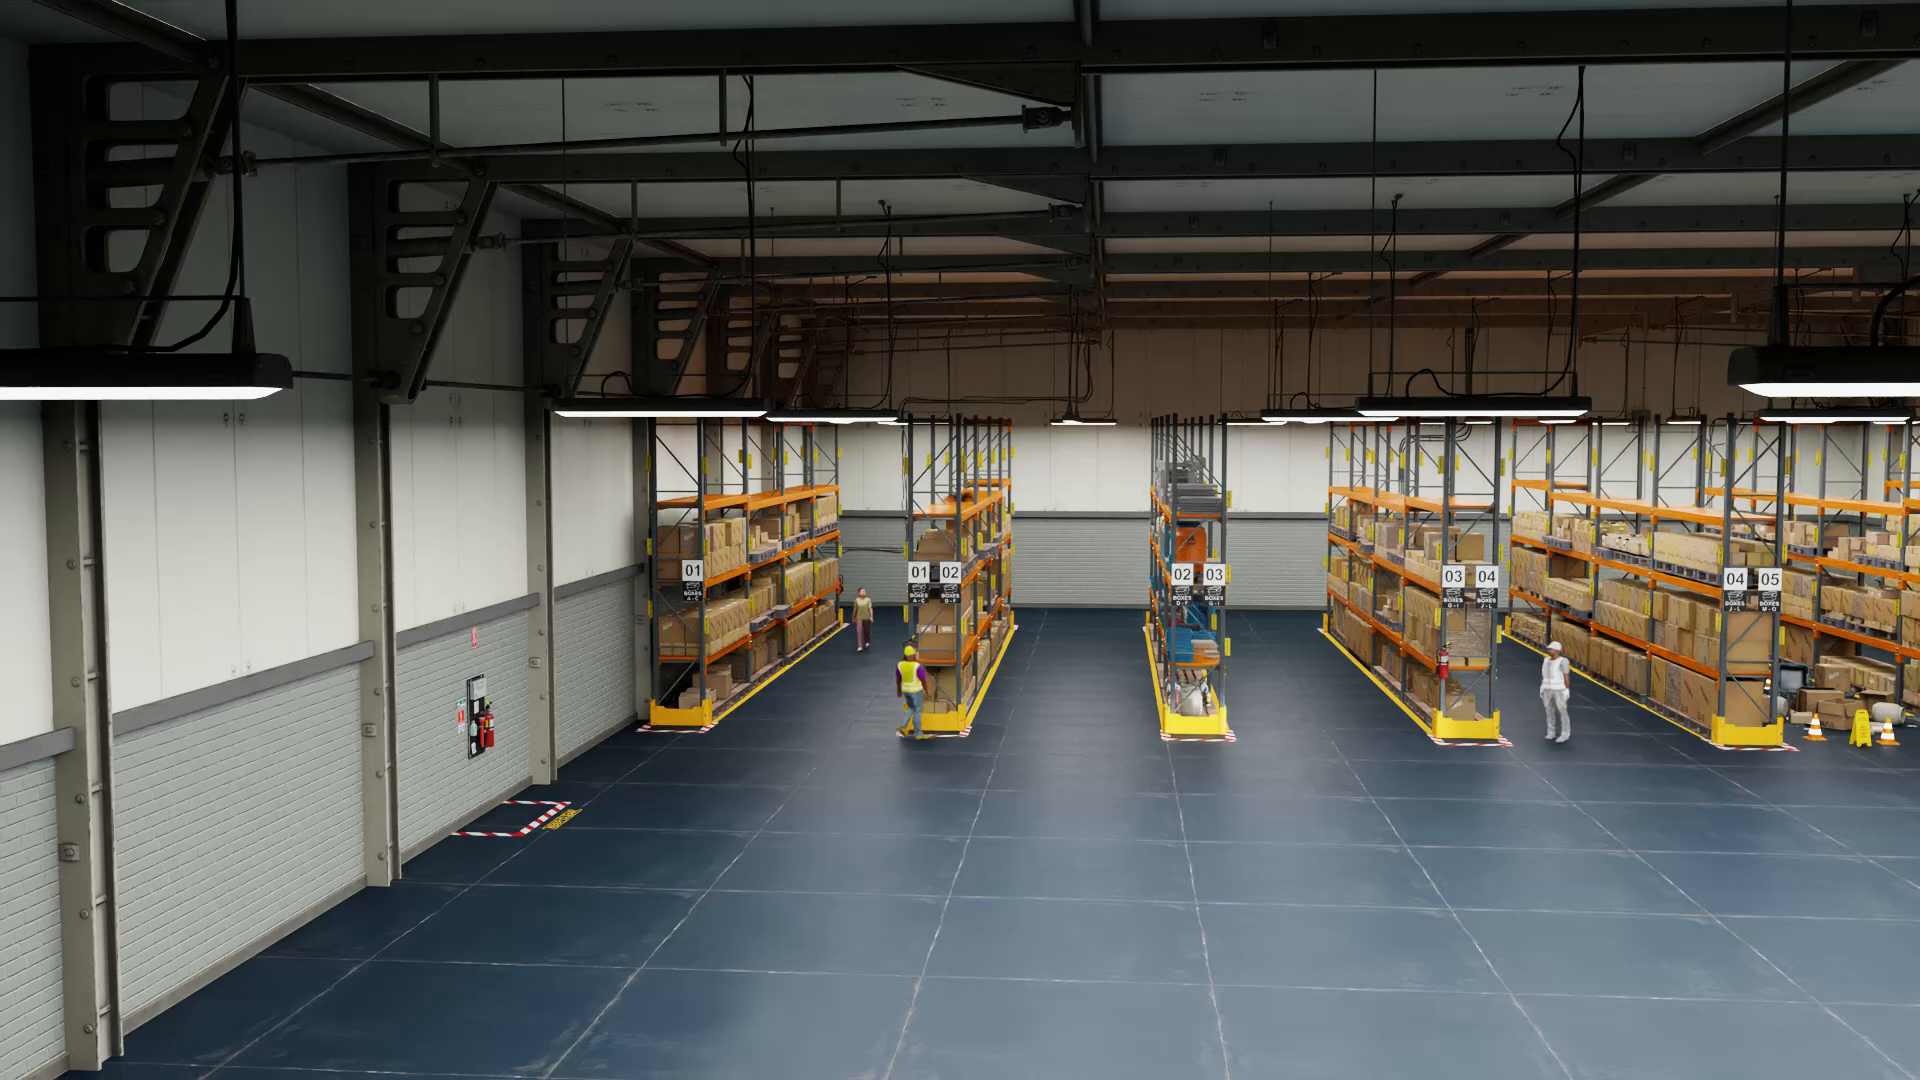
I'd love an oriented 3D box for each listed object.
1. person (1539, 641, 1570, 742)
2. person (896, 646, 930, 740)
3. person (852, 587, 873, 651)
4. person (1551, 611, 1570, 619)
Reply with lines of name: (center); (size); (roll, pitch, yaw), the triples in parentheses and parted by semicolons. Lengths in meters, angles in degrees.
person: (10.941, 2.771, 30.596); (0.473, 1.793, 0.623); (-4, 5, -43)
person: (-0.878, 2.795, 30.588); (0.670, 1.742, 0.582); (4, 5, 45)
person: (-2.511, 2.031, 42.872); (0.558, 1.620, 1.064); (0, 4, 1)
person: (16.978, 1.741, 47.036); (1.080, 1.636, 0.668); (0, 4, 6)
